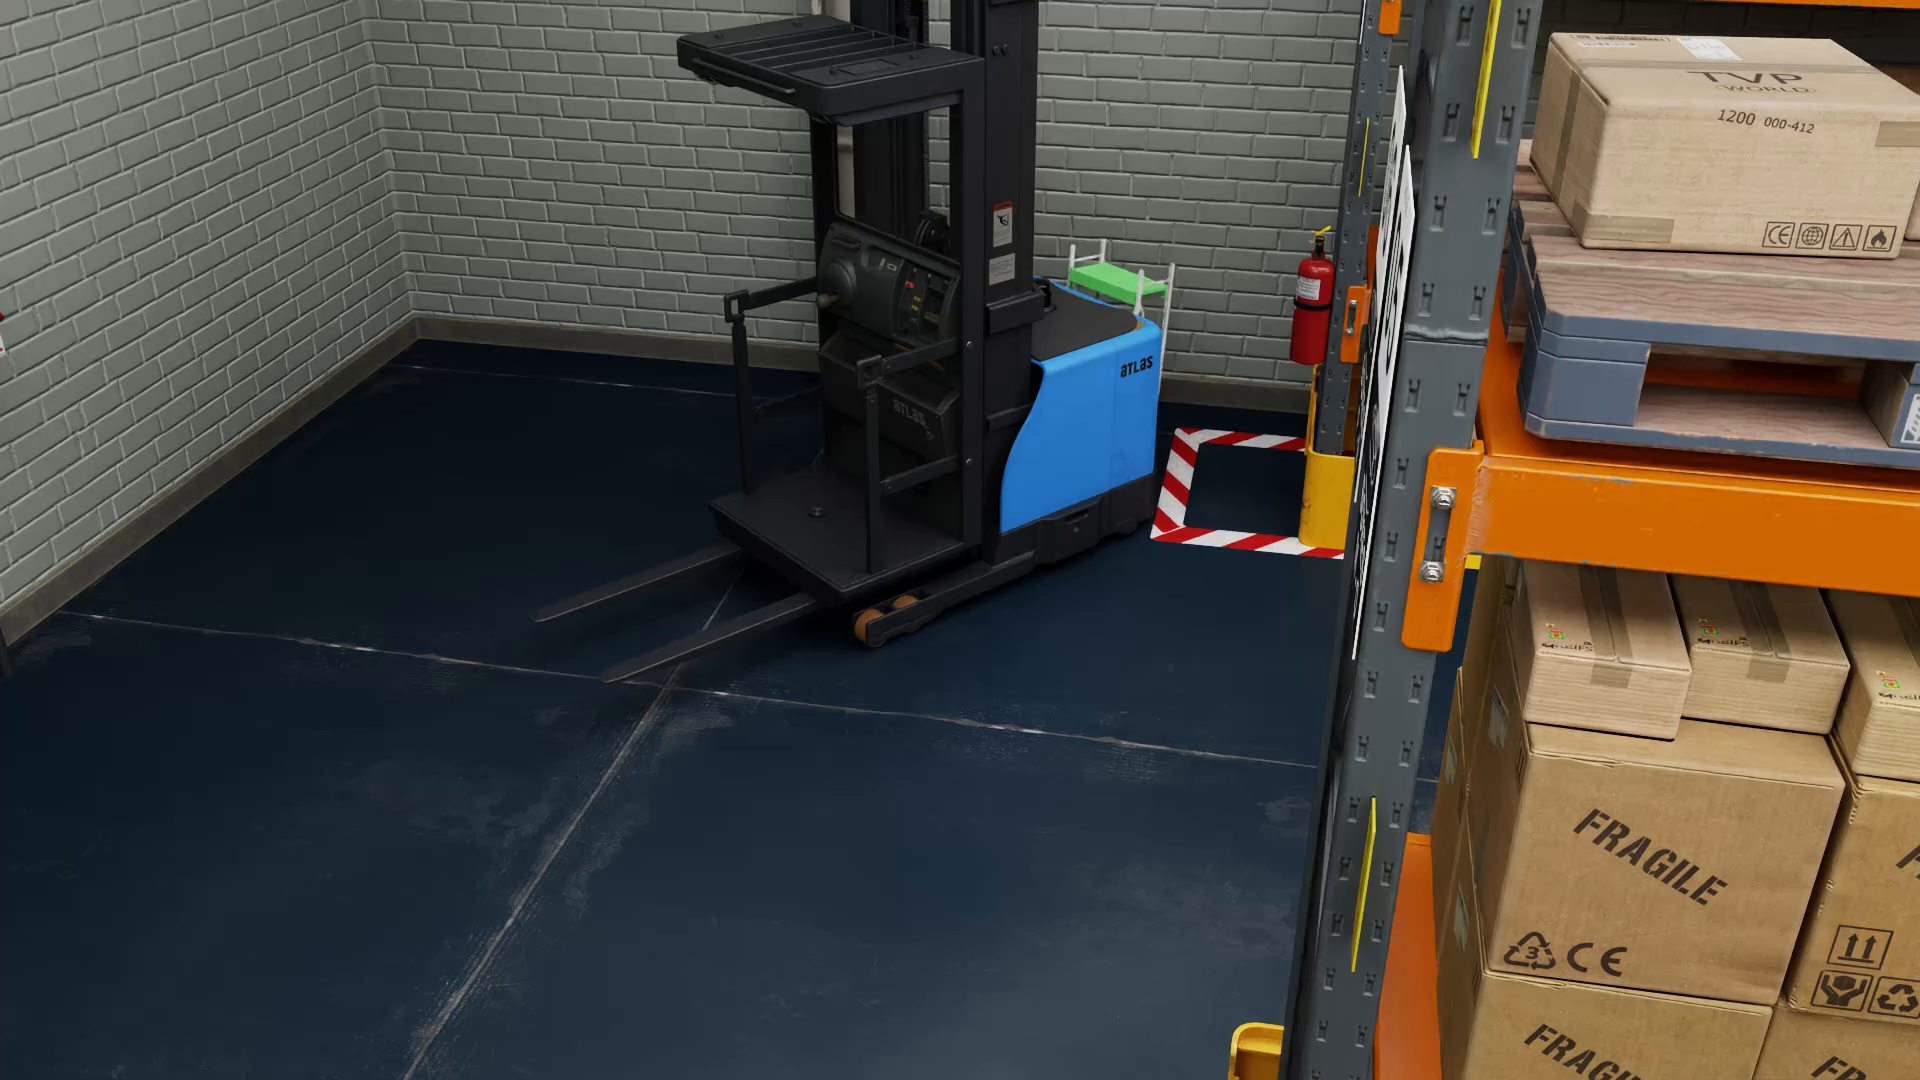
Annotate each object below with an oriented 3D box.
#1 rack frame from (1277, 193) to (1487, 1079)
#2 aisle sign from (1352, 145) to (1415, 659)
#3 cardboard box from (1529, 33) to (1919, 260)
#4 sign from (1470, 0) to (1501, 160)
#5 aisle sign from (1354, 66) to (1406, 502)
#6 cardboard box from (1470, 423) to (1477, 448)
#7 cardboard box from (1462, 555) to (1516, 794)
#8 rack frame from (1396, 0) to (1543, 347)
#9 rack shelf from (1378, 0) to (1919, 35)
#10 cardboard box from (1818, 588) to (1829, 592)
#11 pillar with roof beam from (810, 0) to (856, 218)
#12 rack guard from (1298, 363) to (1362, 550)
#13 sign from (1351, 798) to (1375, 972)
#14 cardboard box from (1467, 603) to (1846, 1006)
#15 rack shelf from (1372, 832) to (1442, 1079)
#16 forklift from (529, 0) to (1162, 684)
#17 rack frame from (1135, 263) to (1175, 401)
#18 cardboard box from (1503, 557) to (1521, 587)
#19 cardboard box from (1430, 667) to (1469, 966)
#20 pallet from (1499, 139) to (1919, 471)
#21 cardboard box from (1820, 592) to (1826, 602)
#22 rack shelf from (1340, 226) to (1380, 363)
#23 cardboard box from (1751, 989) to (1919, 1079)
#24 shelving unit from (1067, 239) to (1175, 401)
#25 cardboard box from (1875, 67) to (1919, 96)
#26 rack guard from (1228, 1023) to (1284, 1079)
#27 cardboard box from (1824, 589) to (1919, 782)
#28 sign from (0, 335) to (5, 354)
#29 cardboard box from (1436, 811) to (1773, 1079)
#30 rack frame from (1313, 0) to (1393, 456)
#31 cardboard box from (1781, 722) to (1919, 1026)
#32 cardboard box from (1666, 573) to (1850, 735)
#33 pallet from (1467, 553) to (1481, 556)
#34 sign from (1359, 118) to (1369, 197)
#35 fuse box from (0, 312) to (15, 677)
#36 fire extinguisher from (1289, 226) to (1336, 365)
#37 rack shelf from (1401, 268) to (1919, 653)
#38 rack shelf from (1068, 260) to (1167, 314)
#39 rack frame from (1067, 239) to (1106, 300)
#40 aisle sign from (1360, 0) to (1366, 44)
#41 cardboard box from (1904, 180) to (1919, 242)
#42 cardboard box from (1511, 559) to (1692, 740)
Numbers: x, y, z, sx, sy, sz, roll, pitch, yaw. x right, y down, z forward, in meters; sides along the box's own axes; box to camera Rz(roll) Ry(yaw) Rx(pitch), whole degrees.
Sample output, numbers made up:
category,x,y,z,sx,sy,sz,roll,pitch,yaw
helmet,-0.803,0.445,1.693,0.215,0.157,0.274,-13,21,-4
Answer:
category,x,y,z,sx,sy,sz,roll,pitch,yaw
rack frame,0.850,0.779,3.704,0.127,3.000,1.000,6,29,11
aisle sign,0.719,-0.233,2.844,0.004,0.787,0.394,6,29,11
cardboard box,1.309,-0.696,2.890,0.500,0.250,0.500,3,29,6
sign,0.728,-0.695,2.280,0.005,0.325,0.100,6,29,11
aisle sign,0.844,-0.514,3.359,0.004,0.787,0.394,6,29,11
cardboard box,2.461,-0.536,8.268,0.637,0.503,0.797,5,29,9
cardboard box,1.371,0.233,3.556,0.500,0.500,0.500,7,29,12
rack frame,0.850,-1.853,2.263,0.127,3.000,1.000,6,29,11
rack shelf,3.838,-2.352,7.049,4.000,0.370,1.077,6,29,11
cardboard box,1.766,-0.046,3.389,0.250,0.149,0.380,6,29,10
pillar with roof beam,-1.465,-2.856,4.096,0.400,9.000,9.100,6,29,11
rack guard,1.957,-0.449,8.549,0.348,0.500,1.175,6,29,11
sign,0.728,0.624,3.002,0.005,0.325,0.100,6,29,11
cardboard box,1.260,0.478,3.107,0.500,0.500,0.500,5,29,9
rack shelf,2.806,1.295,3.510,4.000,0.370,1.077,6,29,11
forklift,-0.483,-1.095,7.198,3.031,2.935,1.130,-22,35,-34
rack frame,0.936,-0.808,8.457,0.240,1.200,0.015,-17,33,-37
cardboard box,1.242,-0.046,3.390,0.250,0.149,0.380,6,29,11
cardboard box,1.377,0.659,3.819,0.500,0.500,0.500,6,29,11
pallet,1.577,-0.429,2.878,1.213,0.211,1.003,6,29,11
cardboard box,1.888,0.272,3.485,0.500,0.500,0.500,6,29,11
rack shelf,3.838,-1.037,7.769,4.000,0.370,1.077,6,29,11
cardboard box,1.760,0.956,3.277,0.500,0.500,0.500,5,29,10
shelving unit,0.780,-0.898,8.621,0.258,1.200,0.503,-17,33,-37
cardboard box,4.394,-1.819,7.515,0.500,0.500,0.500,5,29,9
rack guard,0.826,1.873,4.309,0.348,0.500,1.175,6,29,11
cardboard box,1.640,0.250,2.849,0.250,0.149,0.380,7,29,12
sign,-4.188,-0.959,6.976,0.001,0.494,0.329,6,29,11
cardboard box,1.259,0.918,3.346,0.500,0.500,0.500,6,29,10
rack frame,1.883,-1.553,7.962,0.127,3.000,1.000,6,29,11
cardboard box,1.766,0.527,3.019,0.500,0.500,0.500,5,29,9
cardboard box,1.410,0.170,2.995,0.250,0.149,0.380,7,29,12
pallet,2.737,-0.242,8.473,1.213,0.211,1.003,6,29,11
sign,1.769,-1.678,7.289,0.005,0.325,0.100,6,29,11
fuse box,-4.088,-0.182,6.801,0.414,1.711,0.539,6,29,11
fire extinguisher,1.642,-1.153,7.701,0.183,0.674,0.296,6,29,11
rack shelf,2.806,-0.021,2.790,4.000,0.370,1.077,6,29,11
rack shelf,0.805,-1.272,8.440,0.258,0.148,0.480,-17,33,-37
rack frame,0.623,-0.988,8.785,0.240,1.200,0.015,-17,33,-37
aisle sign,1.755,-2.562,7.099,0.004,0.787,0.394,6,29,11
cardboard box,1.735,-0.647,2.906,0.250,0.149,0.380,4,29,7
cardboard box,1.139,0.177,2.981,0.250,0.149,0.380,6,29,12
